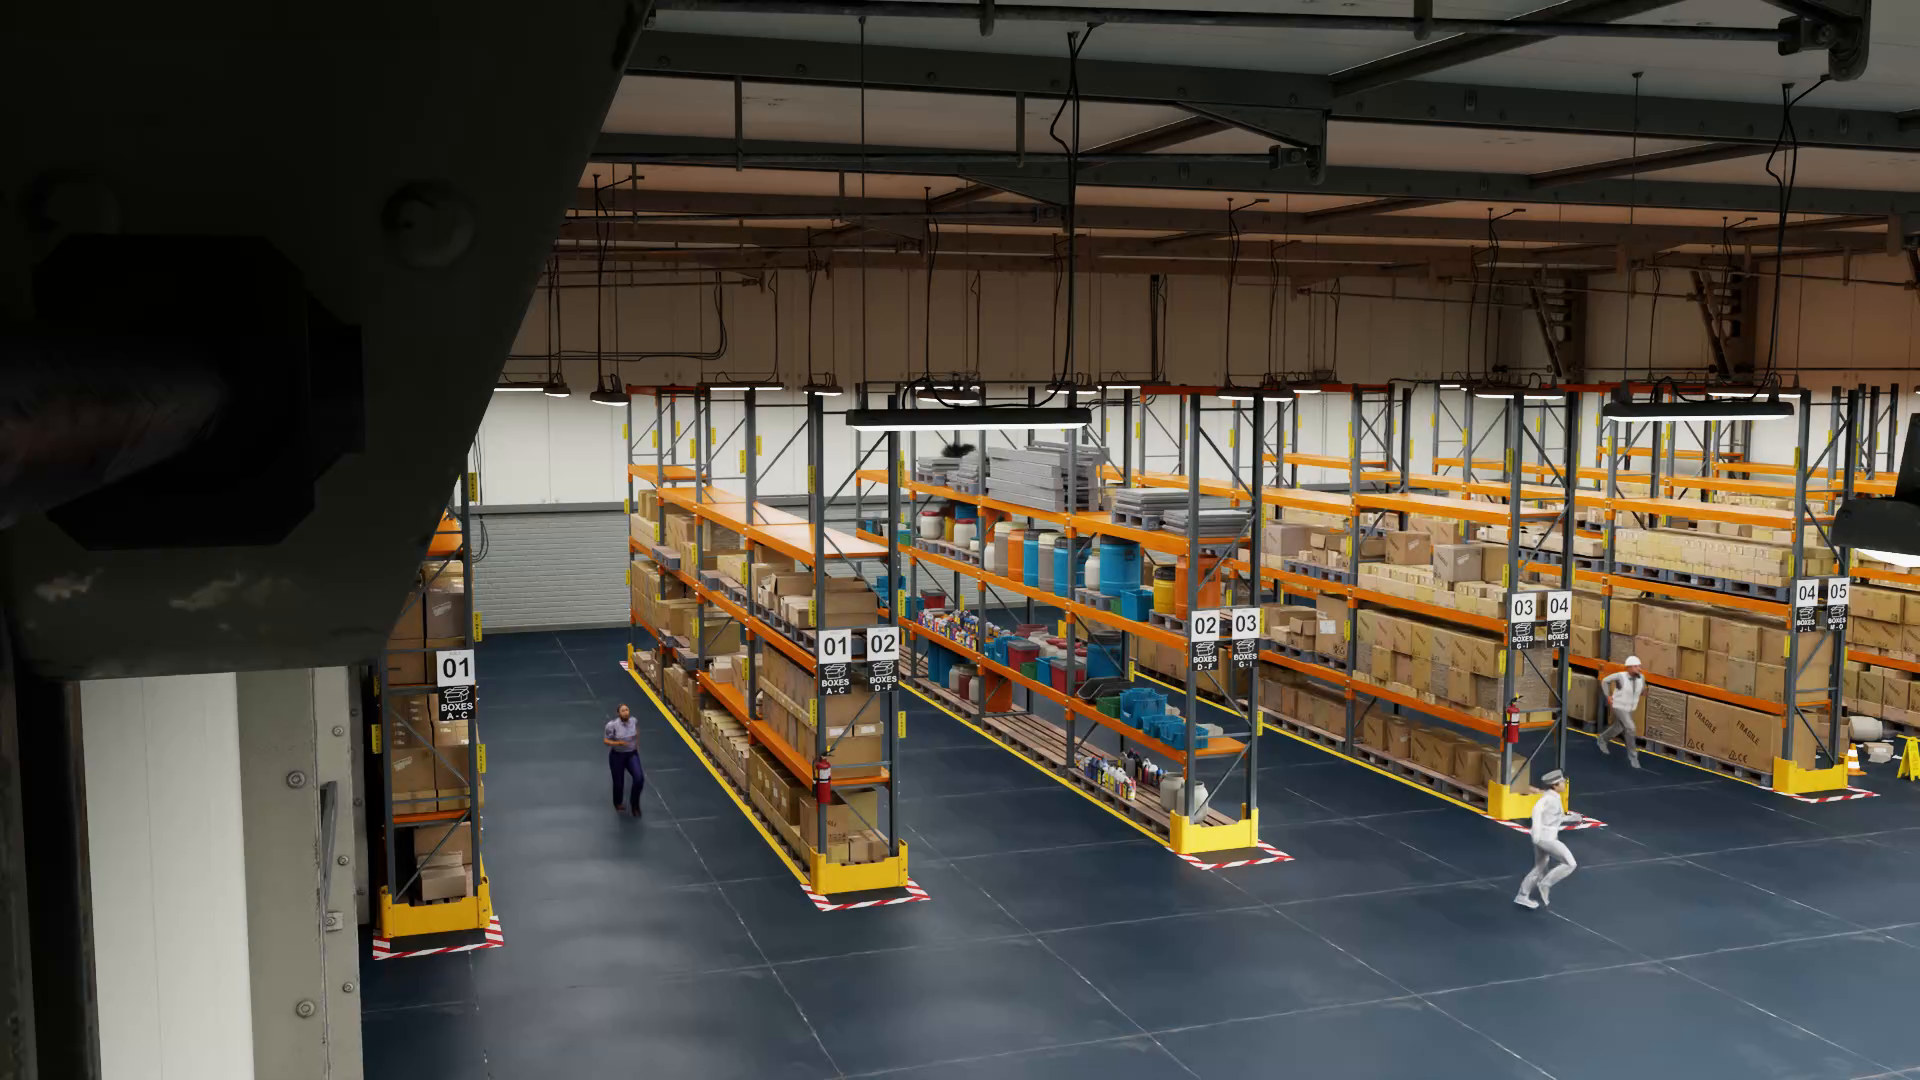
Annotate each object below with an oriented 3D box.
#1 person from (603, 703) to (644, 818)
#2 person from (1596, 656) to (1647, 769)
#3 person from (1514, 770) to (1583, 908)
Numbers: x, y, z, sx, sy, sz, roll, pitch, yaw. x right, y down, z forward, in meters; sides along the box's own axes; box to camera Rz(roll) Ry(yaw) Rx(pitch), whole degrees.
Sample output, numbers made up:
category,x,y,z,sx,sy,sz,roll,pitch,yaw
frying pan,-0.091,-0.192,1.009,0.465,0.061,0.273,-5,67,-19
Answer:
category,x,y,z,sx,sy,sz,roll,pitch,yaw
person,-4.759,3.115,23.498,0.588,1.644,0.741,-3,7,-28
person,10.627,2.714,26.732,0.657,1.789,0.999,-3,6,-25
person,6.875,3.491,19.402,0.741,1.642,0.645,1,6,12
